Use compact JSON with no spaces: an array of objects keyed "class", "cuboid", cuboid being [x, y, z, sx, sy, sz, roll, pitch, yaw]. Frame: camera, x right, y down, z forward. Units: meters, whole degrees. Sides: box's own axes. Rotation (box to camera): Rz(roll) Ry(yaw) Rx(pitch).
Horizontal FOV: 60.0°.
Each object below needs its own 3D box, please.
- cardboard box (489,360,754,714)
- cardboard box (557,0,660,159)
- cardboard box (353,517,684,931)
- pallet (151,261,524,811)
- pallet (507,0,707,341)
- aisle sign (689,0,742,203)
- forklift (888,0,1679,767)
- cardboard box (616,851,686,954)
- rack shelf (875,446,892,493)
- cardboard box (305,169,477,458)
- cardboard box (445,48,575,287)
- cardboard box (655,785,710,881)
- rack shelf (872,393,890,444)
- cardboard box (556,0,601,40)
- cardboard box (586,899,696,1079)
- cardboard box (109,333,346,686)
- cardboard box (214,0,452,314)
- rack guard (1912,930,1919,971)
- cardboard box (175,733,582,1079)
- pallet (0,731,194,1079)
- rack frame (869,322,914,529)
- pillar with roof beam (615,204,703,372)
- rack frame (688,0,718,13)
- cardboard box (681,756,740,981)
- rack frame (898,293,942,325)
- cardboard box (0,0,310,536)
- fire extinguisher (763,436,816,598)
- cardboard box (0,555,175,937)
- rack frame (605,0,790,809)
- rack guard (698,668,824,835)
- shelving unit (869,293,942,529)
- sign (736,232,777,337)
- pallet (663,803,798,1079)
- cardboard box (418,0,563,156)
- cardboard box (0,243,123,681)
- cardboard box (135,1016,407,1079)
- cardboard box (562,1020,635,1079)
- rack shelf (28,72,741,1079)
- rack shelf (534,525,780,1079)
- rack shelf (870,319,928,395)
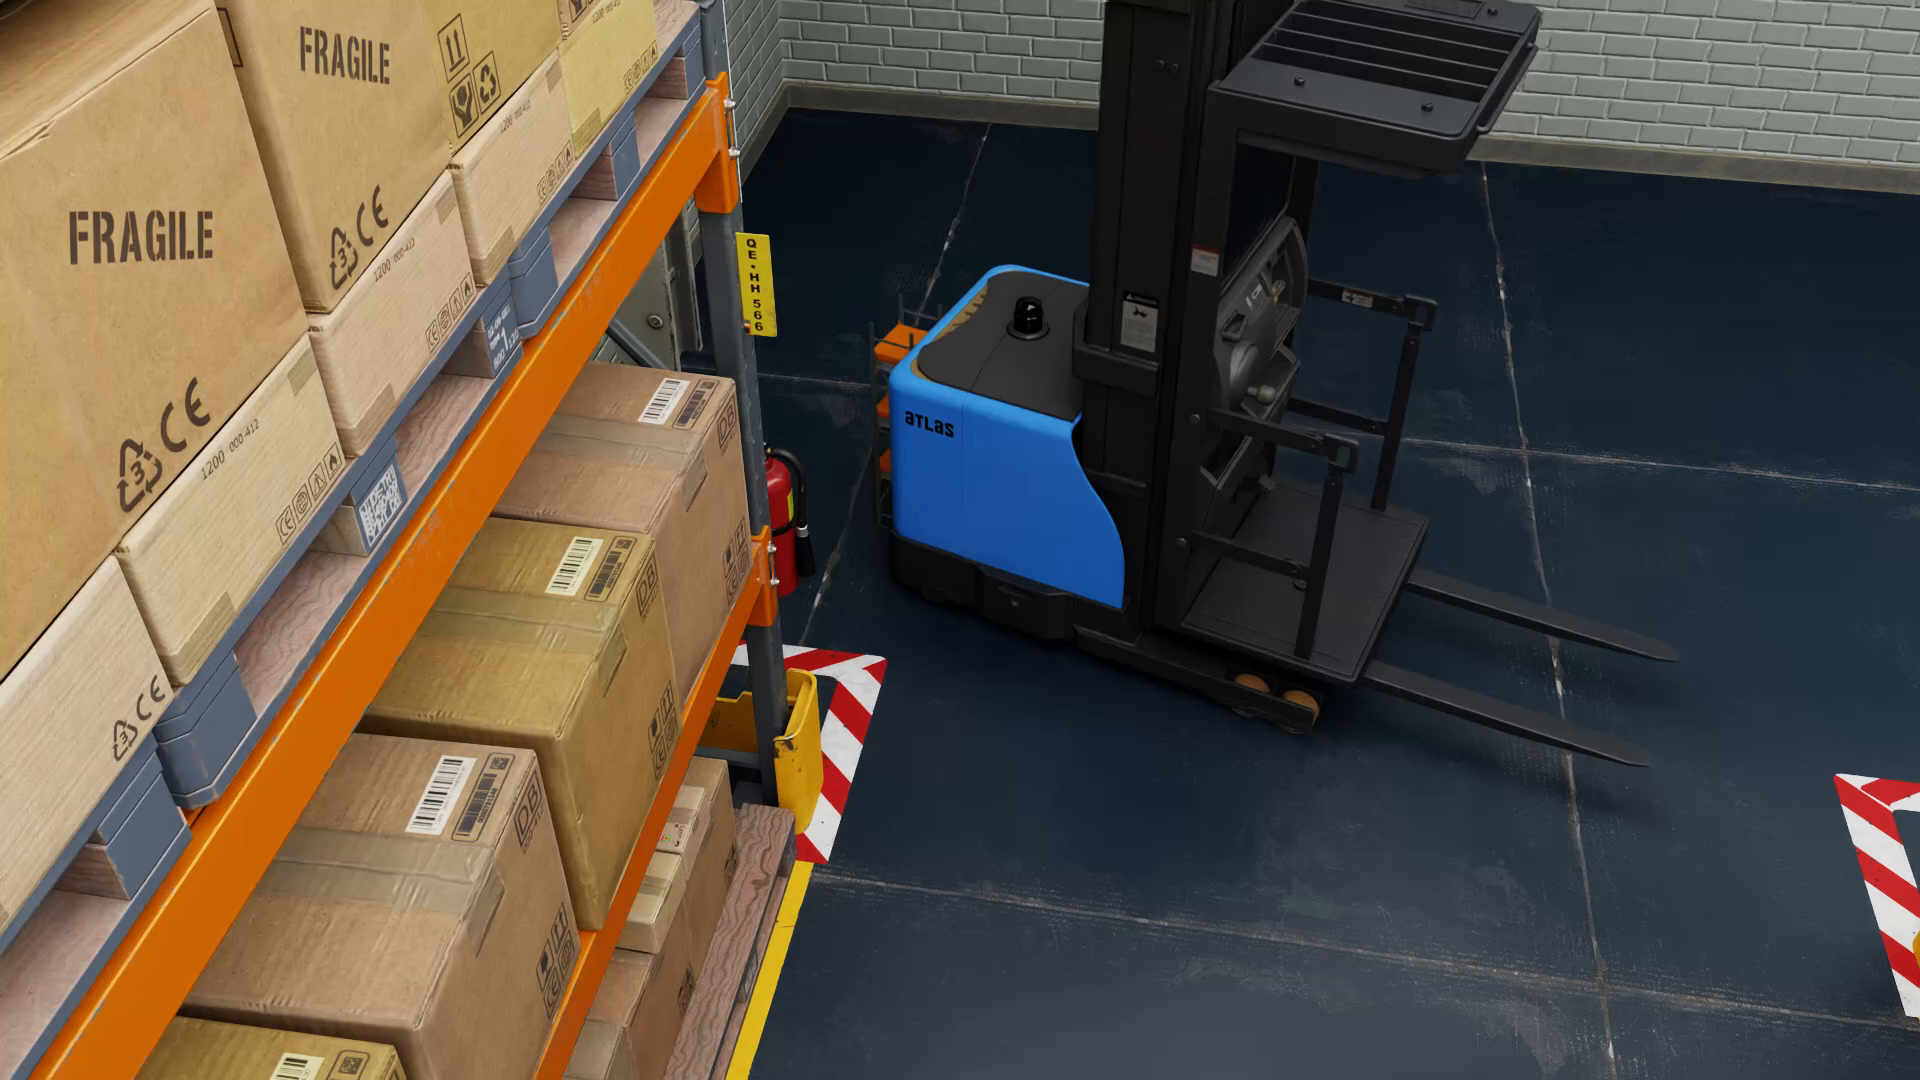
[{"class":"cardboard box","cuboid":[-1.184,-0.039,4.707,0.980,0.700,0.700,8,40,10]},{"class":"cardboard box","cuboid":[-0.971,-1.054,3.526,0.500,0.250,0.500,8,40,9]},{"class":"cardboard box","cuboid":[-1.299,0.419,4.154,0.980,0.700,0.700,6,40,7]},{"class":"pallet","cuboid":[-1.432,-0.132,2.771,1.003,0.211,1.213,6,40,8]},{"class":"pallet","cuboid":[-1.223,-0.899,3.699,1.003,0.211,1.213,6,40,8]},{"class":"aisle sign","cuboid":[-0.797,-1.258,4.378,0.394,0.787,0.004,6,40,8]},{"class":"forklift","cuboid":[1.260,-0.780,5.893,3.031,2.935,1.130,18,43,21]},{"class":"cardboard box","cuboid":[-1.014,1.019,4.787,0.380,0.149,0.250,7,40,9]},{"class":"rack shelf","cuboid":[-0.217,-0.286,7.224,0.215,0.259,0.240,18,43,21]},{"class":"cardboard box","cuboid":[-1.145,-0.400,2.736,0.500,0.250,0.500,5,40,6]},{"class":"cardboard box","cuboid":[-1.060,-0.727,3.131,0.500,0.250,0.500,5,40,6]},{"class":"cardboard box","cuboid":[-0.971,0.858,4.981,0.380,0.149,0.250,6,40,7]},{"class":"rack shelf","cuboid":[-0.217,-0.500,7.047,0.215,0.259,0.240,18,43,21]},{"class":"cardboard box","cuboid":[-0.963,-1.343,3.287,0.500,0.500,0.500,6,40,8]},{"class":"cardboard box","cuboid":[-1.214,1.322,4.930,0.700,0.500,0.500,6,40,8]},{"class":"cardboard box","cuboid":[-1.235,-0.078,2.346,0.500,0.250,0.500,5,40,6]},{"class":"cardboard box","cuboid":[-1.143,-0.701,2.511,0.500,0.500,0.500,5,40,6]},{"class":"rack guard","cuboid":[3.761,1.311,5.272,1.175,0.500,0.348,6,40,8]},{"class":"cardboard box","cuboid":[-1.440,0.897,3.576,0.980,0.700,0.700,5,40,6]},{"class":"pallet","cuboid":[-1.646,0.632,1.847,1.003,0.211,1.213,6,40,8]},{"class":"rack frame","cuboid":[-0.273,-0.439,6.957,0.200,1.050,0.008,18,43,21]},{"class":"pillar with roof beam","cuboid":[2.750,-3.872,4.871,9.100,9.000,0.400,6,40,8]},{"class":"rack frame","cuboid":[-1.105,-2.556,3.280,1.000,3.000,0.127,6,40,8]},{"class":"cardboard box","cuboid":[-1.128,1.008,5.309,0.700,0.500,0.500,6,40,8]},{"class":"rack frame","cuboid":[-0.162,-0.577,7.124,0.200,1.050,0.008,18,43,21]},{"class":"cardboard box","cuboid":[-1.235,-0.372,2.113,0.500,0.500,0.500,7,40,8]},{"class":"fire extinguisher","cuboid":[-0.625,-0.115,5.388,0.296,0.674,0.183,6,40,8]},{"class":"cardboard box","cuboid":[-1.316,0.245,1.956,0.500,0.250,0.500,6,40,7]},{"class":"rack frame","cuboid":[-1.105,-0.244,5.191,1.000,3.000,0.127,6,40,8]},{"class":"rack guard","cuboid":[-1.101,0.704,6.006,1.175,0.500,0.348,6,40,8]},{"class":"shelving unit","cuboid":[-0.217,-0.508,7.040,0.215,1.050,0.252,18,43,21]},{"class":"sign","cuboid":[-0.573,-0.713,4.664,0.100,0.325,0.005,6,40,8]},{"class":"pallet","cuboid":[-1.167,1.341,5.463,1.003,0.211,1.213,6,40,8]},{"class":"cardboard box","cuboid":[-1.061,-1.030,2.908,0.500,0.500,0.500,8,40,9]},{"class":"cardboard box","cuboid":[-1.315,-0.061,1.737,0.500,0.500,0.500,6,40,7]},{"class":"cardboard box","cuboid":[-1.556,1.354,3.023,0.980,0.700,0.700,5,40,7]},{"class":"cardboard box","cuboid":[-1.301,1.637,4.548,0.700,0.500,0.500,5,40,6]},{"class":"rack shelf","cuboid":[-1.451,0.132,2.947,1.077,0.370,4.000,6,40,8]},{"class":"rack shelf","cuboid":[-1.451,1.288,3.903,1.077,0.370,4.000,6,40,8]},{"class":"rack shelf","cuboid":[-0.218,-0.719,6.866,0.215,0.259,0.240,18,43,21]}]
